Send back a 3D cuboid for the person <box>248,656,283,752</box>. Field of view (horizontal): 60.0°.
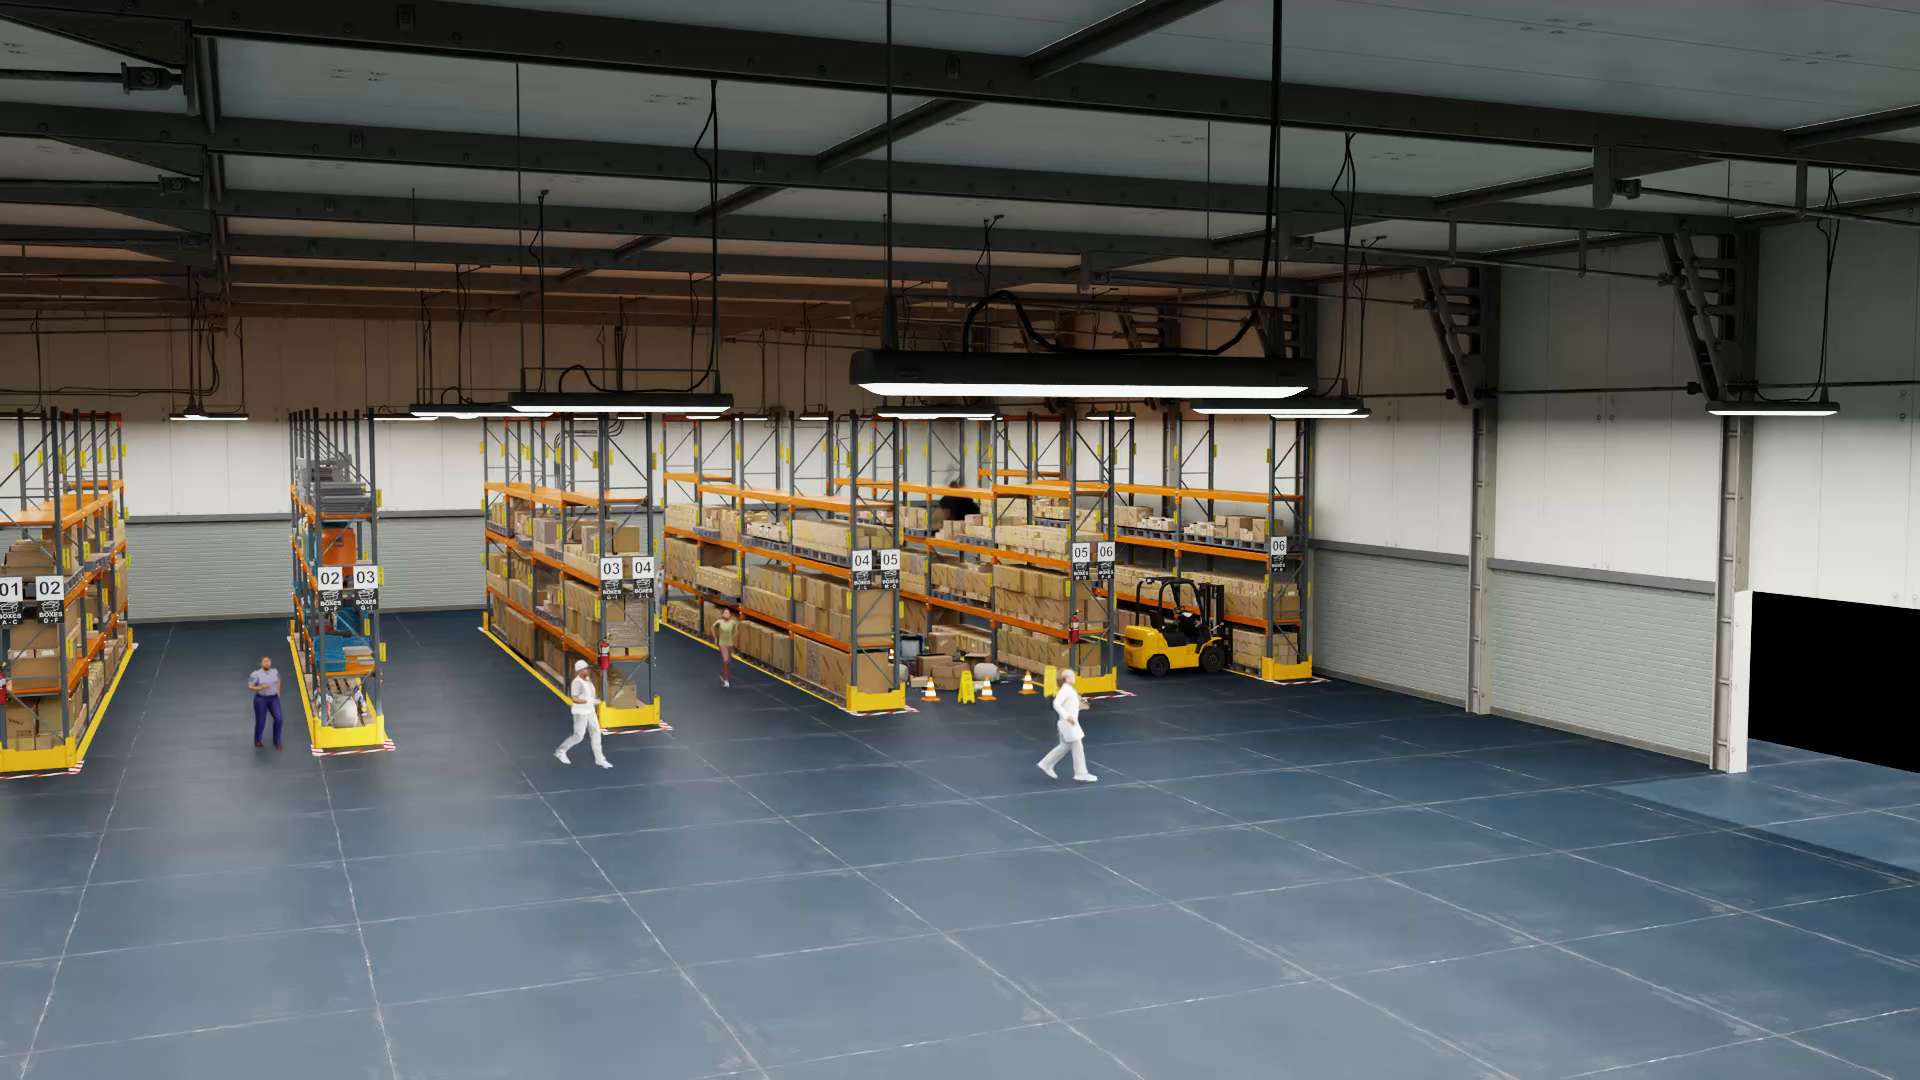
[{"bbox_3d":[-12.130,2.888,29.083,0.604,1.720,0.659,-3,5,-40],"label":"person"}]

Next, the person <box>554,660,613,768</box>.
[{"bbox_3d":[-6.256,2.889,27.580,0.976,1.801,0.690,1,4,10],"label":"person"}]

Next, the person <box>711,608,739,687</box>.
[{"bbox_3d":[-5.127,2.338,36.468,0.564,1.716,0.775,-2,5,-28],"label":"person"}]

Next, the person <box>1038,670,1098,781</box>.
[{"bbox_3d":[1.722,2.949,26.539,0.960,1.769,0.715,0,4,1],"label":"person"}]

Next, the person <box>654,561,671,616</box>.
[{"bbox_3d":[-8.729,1.474,48.995,0.804,1.740,0.656,-2,5,-31],"label":"person"}]
